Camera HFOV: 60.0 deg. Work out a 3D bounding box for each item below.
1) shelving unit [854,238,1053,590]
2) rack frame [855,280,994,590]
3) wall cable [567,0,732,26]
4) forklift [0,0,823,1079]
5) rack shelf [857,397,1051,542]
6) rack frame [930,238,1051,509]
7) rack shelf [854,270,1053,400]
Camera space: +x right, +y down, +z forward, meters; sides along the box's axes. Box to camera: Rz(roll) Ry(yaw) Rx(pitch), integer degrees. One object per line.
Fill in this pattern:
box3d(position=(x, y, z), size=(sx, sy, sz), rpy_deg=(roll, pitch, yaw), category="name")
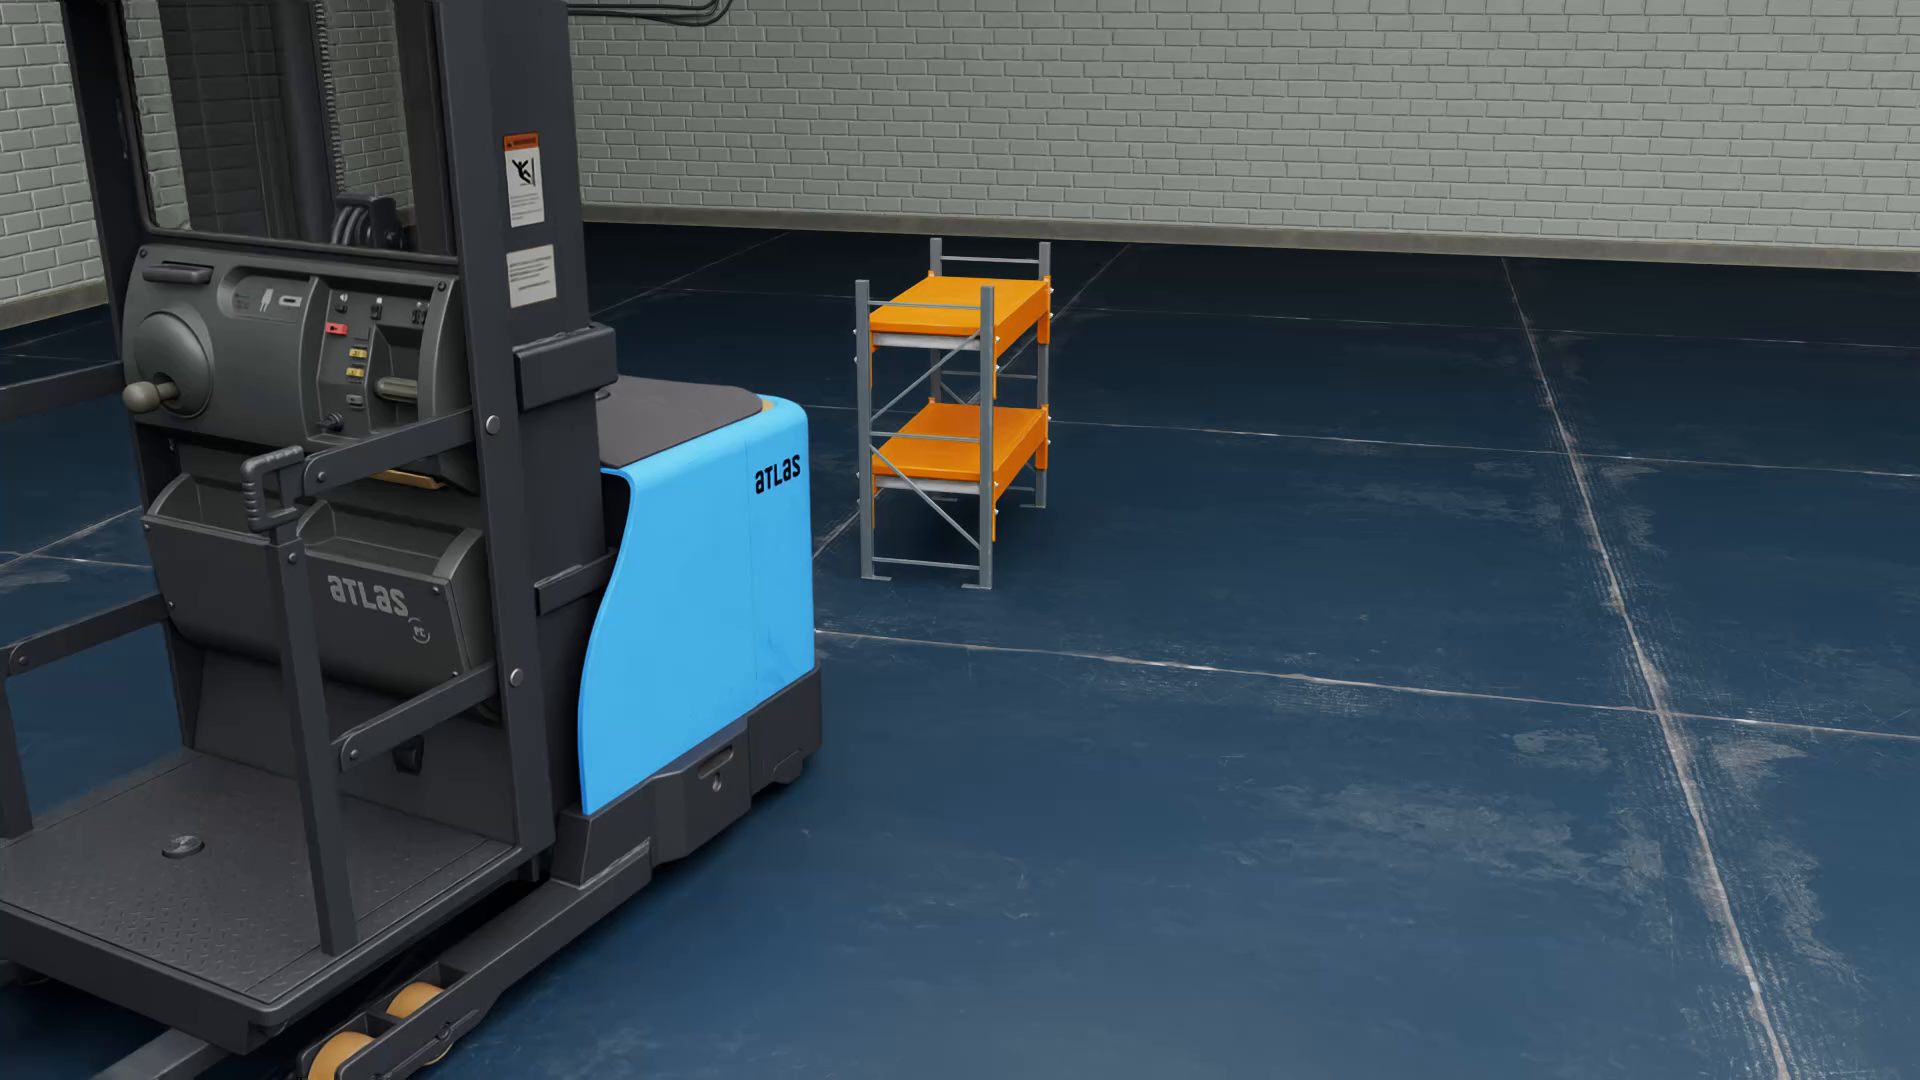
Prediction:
box3d(position=(-0.002, -0.530, 6.500), size=(0.538, 1.125, 1.048), rpy_deg=(5, 19, 13), category="shelving unit")
box3d(position=(-0.126, -0.371, 6.033), size=(0.500, 1.125, 0.032), rpy_deg=(5, 19, 13), category="rack frame")
box3d(position=(-3.407, -5.692, 14.234), size=(3.097, 2.526, 0.112), rpy_deg=(5, 19, 13), category="wall cable")
box3d(position=(-1.524, -0.400, 3.323), size=(1.130, 2.935, 3.031), rpy_deg=(10, 21, 26), category="forklift")
box3d(position=(-0.002, -0.299, 6.579), size=(0.538, 0.278, 1.000), rpy_deg=(5, 19, 13), category="rack shelf")
box3d(position=(0.123, -0.690, 6.966), size=(0.500, 1.125, 0.032), rpy_deg=(5, 19, 13), category="rack frame")
box3d(position=(-0.002, -0.807, 6.405), size=(0.538, 0.278, 1.000), rpy_deg=(5, 19, 13), category="rack shelf")
